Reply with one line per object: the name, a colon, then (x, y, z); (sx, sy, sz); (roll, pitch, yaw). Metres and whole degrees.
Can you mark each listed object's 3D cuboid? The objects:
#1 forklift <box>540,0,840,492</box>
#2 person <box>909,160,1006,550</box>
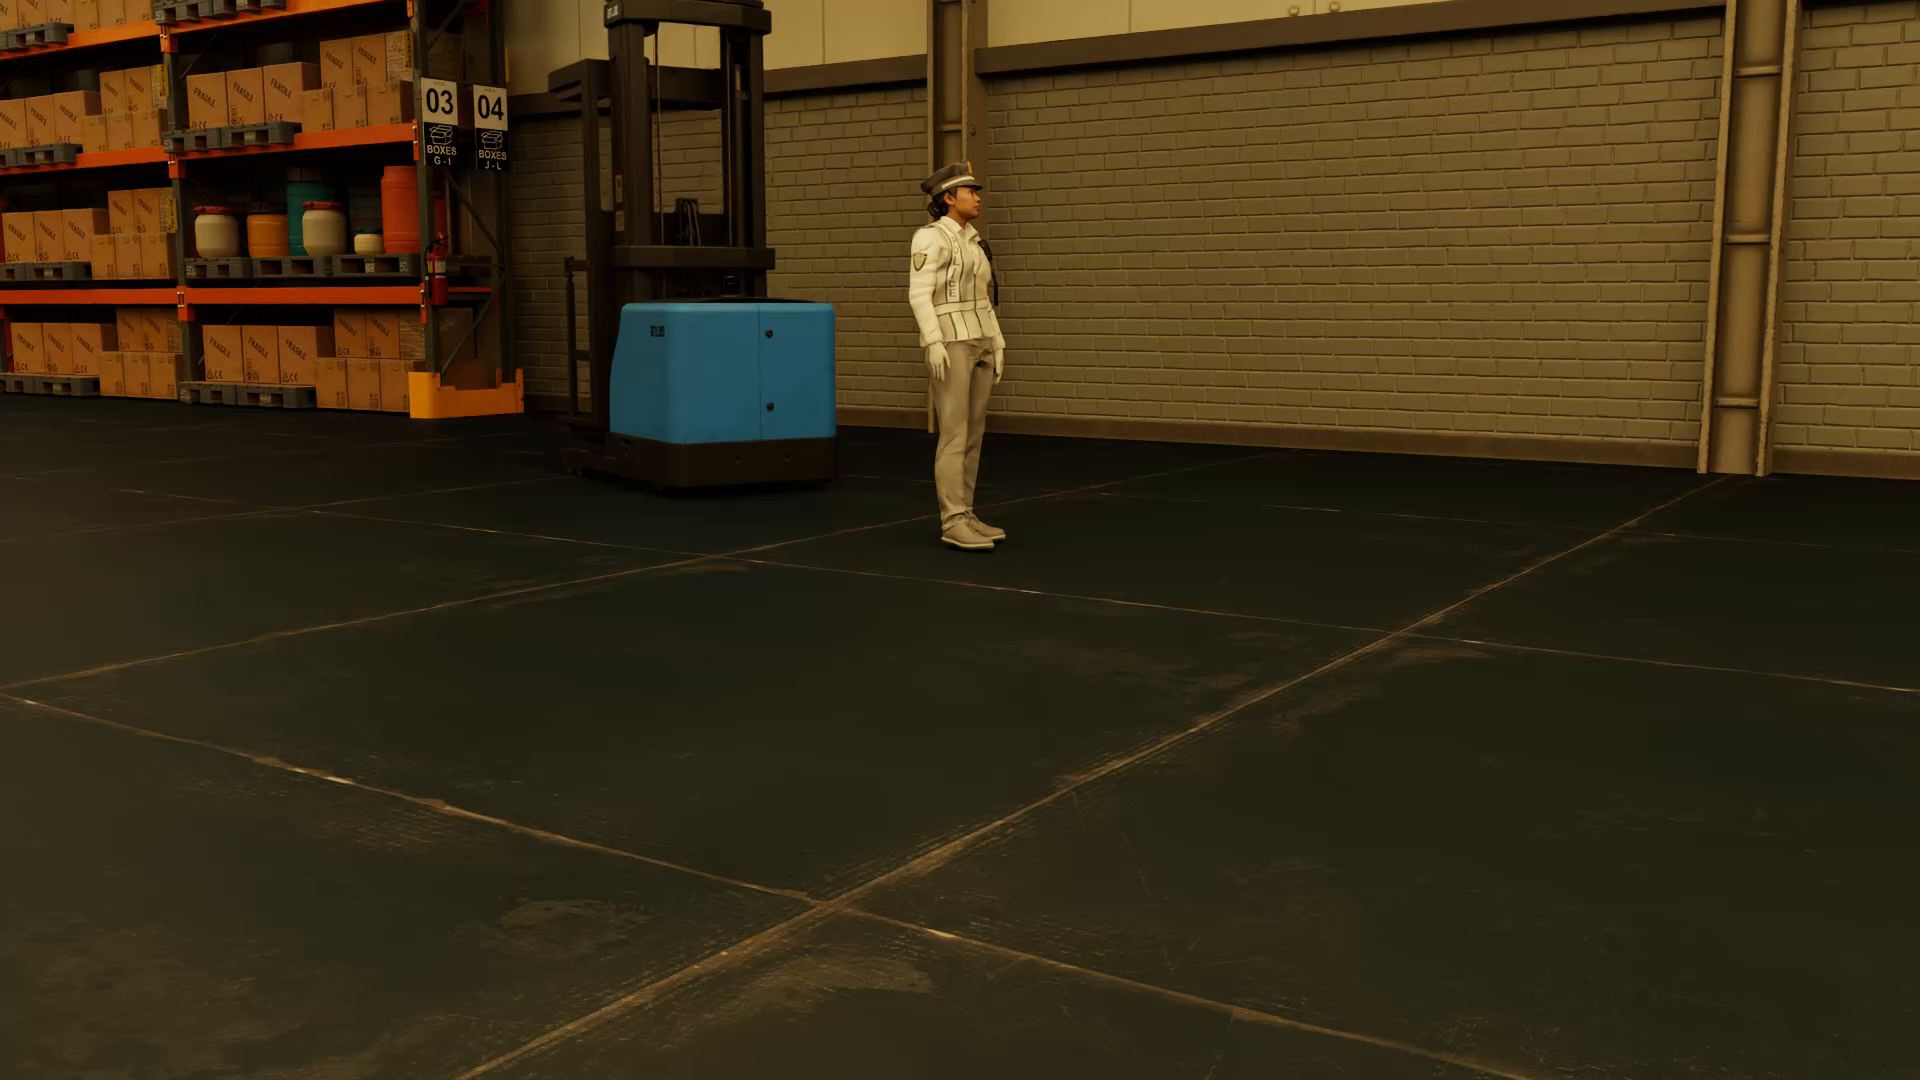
forklift: (-1.889, -1.883, 10.436); (1.130, 2.935, 3.031); (-5, 9, -31)
person: (0.052, -0.840, 7.441); (0.534, 1.696, 0.587); (5, 10, 34)
